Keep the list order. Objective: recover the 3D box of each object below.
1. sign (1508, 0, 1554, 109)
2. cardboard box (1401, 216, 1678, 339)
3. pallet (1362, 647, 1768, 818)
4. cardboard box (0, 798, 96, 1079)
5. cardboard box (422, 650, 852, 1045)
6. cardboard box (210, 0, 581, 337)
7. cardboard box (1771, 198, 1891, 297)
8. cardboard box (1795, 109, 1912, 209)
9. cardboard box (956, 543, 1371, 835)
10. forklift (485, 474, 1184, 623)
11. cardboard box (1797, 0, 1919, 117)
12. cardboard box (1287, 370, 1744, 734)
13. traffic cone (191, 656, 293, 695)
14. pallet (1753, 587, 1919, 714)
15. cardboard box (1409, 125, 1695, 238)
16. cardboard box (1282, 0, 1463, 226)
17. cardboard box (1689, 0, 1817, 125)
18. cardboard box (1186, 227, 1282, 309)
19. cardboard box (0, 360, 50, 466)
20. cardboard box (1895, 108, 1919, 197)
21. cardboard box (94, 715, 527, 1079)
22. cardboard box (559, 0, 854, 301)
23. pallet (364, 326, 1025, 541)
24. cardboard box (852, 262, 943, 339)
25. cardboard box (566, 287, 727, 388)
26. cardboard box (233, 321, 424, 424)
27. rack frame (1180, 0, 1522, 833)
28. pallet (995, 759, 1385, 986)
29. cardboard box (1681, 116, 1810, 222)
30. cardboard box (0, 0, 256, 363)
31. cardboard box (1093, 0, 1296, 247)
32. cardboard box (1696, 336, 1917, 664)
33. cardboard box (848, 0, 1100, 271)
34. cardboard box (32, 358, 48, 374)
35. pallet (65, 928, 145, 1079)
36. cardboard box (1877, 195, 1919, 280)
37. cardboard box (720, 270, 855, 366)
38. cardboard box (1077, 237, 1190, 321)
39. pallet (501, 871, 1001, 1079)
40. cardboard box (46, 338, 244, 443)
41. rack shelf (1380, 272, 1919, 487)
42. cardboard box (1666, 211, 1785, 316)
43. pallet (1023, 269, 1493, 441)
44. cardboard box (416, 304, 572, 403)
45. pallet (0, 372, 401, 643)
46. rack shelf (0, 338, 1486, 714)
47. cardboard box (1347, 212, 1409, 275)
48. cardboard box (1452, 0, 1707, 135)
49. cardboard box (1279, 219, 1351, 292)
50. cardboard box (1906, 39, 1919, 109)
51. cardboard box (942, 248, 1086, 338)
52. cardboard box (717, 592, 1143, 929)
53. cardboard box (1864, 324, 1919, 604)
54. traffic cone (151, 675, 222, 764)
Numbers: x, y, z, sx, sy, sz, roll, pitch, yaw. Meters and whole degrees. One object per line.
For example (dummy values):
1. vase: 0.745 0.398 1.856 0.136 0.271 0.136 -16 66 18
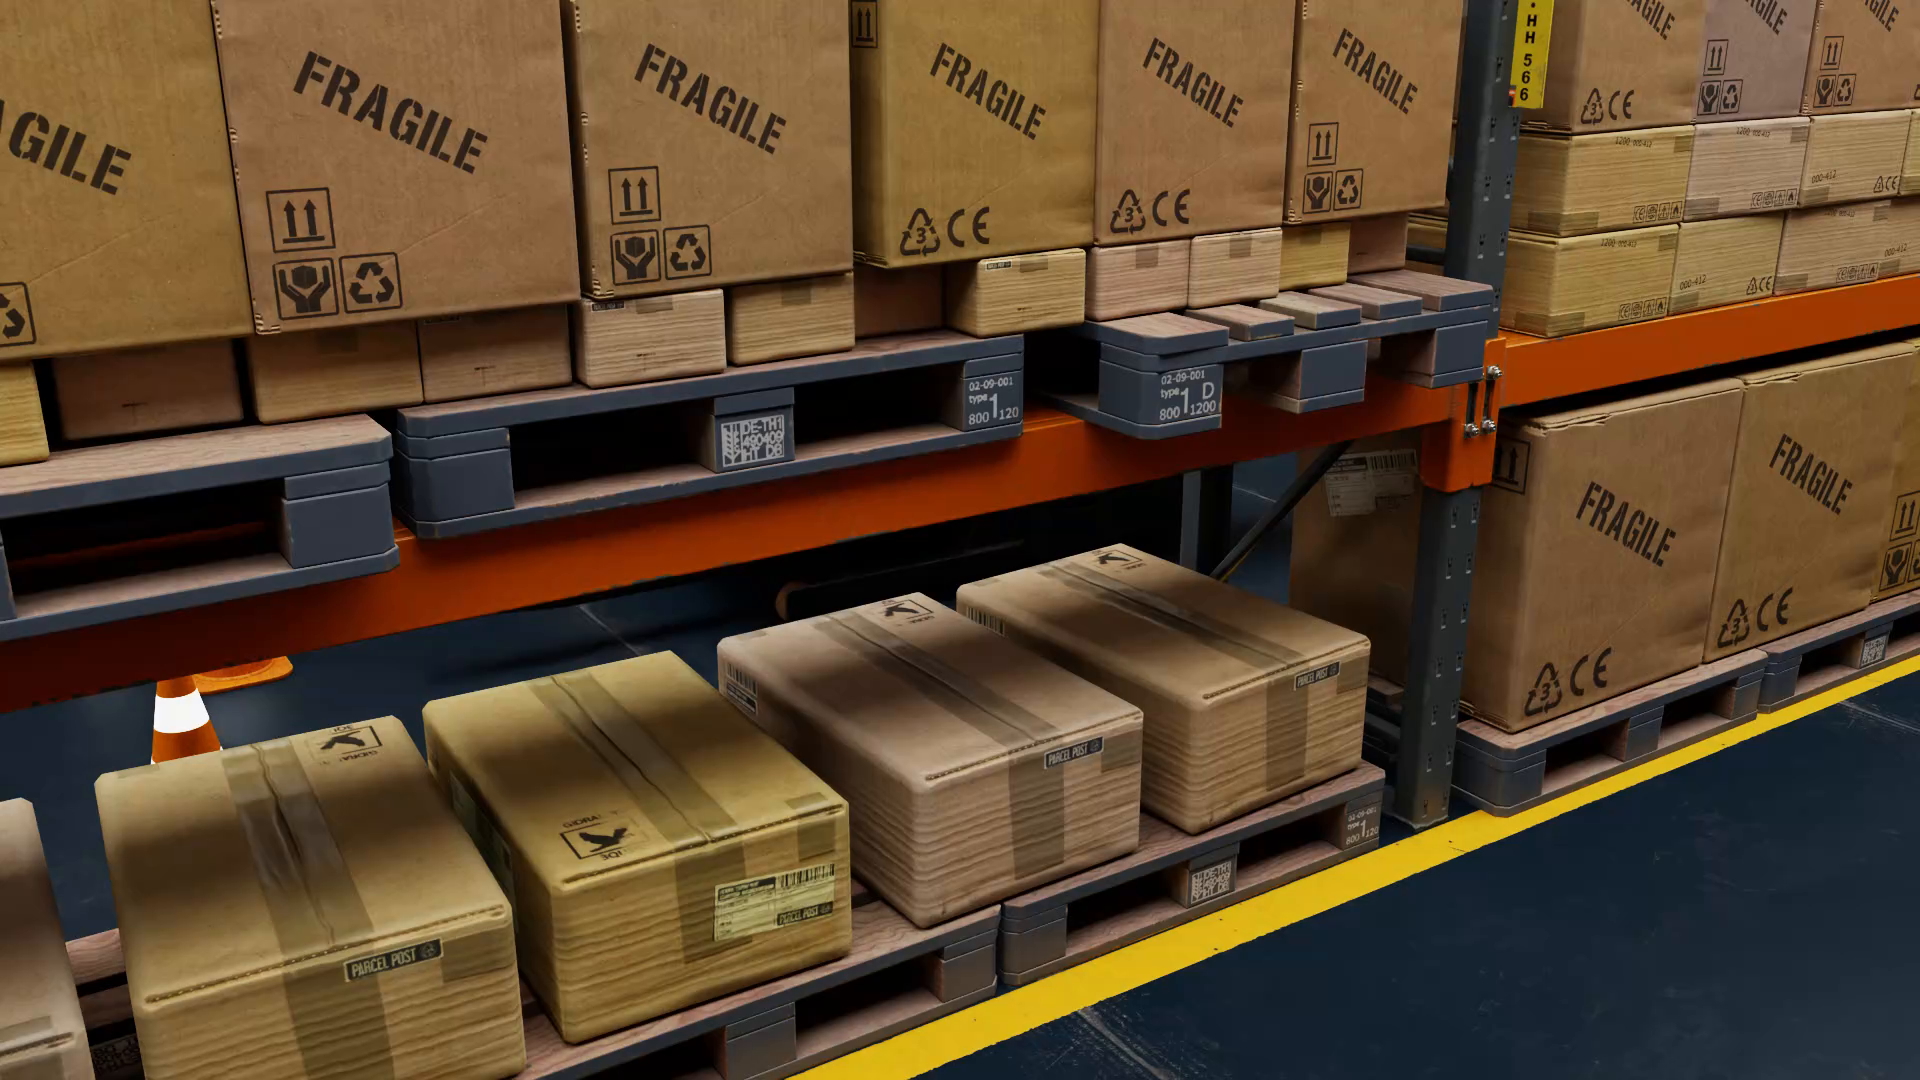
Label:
1. sign: 1.300 -1.151 3.782 0.005 0.325 0.100 -12 22 -31
2. cardboard box: 1.540 -0.731 4.459 0.500 0.250 0.500 -12 22 -32
3. pallet: 1.693 0.419 5.177 1.213 0.211 1.003 -12 22 -31
4. cardboard box: -1.911 0.874 2.924 0.625 0.372 0.950 -12 22 -31
5. cardboard box: -0.733 0.623 3.665 0.625 0.372 0.950 -11 22 -30
6. cardboard box: -0.960 -0.644 2.689 0.500 0.500 0.500 -12 22 -32
7. cardboard box: 2.401 -0.917 5.009 0.500 0.250 0.500 -11 22 -30
8. cardboard box: 2.408 -1.148 4.910 0.500 0.250 0.500 -12 22 -32
9. cardboard box: 0.516 0.359 4.446 0.625 0.372 0.950 -14 23 -35
10. forklift: -0.584 -1.272 5.930 3.031 2.935 1.130 -11 22 -30
11. cardboard box: 2.389 -1.503 4.790 0.500 0.500 0.500 -11 22 -30
12. cardboard box: 1.616 -0.075 4.946 0.875 0.875 0.875 -12 22 -32
13. traffic cone: -2.390 0.211 5.397 0.334 0.463 0.336 -12 22 -31
14. pallet: 2.711 0.205 5.808 1.213 0.211 1.003 -12 22 -31
15. cardboard box: 1.552 -0.973 4.391 0.500 0.250 0.500 -12 22 -32
16. cardboard box: 0.766 -1.016 3.791 0.500 0.500 0.500 -13 22 -33
17. cardboard box: 1.949 -1.416 4.532 0.500 0.500 0.500 -12 22 -31
18. cardboard box: 0.479 -0.620 3.631 0.250 0.149 0.380 -12 22 -32
19. cardboard box: -1.499 -0.213 2.429 0.250 0.149 0.380 -11 22 -30
20. cardboard box: 2.838 -1.234 5.164 0.500 0.250 0.500 -11 22 -30
21. cardboard box: -1.312 0.746 3.301 0.625 0.372 0.950 -10 21 -28
22. cardboard box: -0.537 -0.737 2.966 0.500 0.500 0.500 -13 23 -34
23. pallet: -0.638 -0.333 3.346 1.213 0.211 1.003 -12 22 -31
24. cardboard box: -0.237 -0.515 3.321 0.250 0.149 0.380 -12 22 -31
25. cardboard box: -0.608 -0.394 2.963 0.250 0.149 0.380 -11 22 -29
26. cardboard box: -1.066 -0.318 2.738 0.250 0.149 0.380 -12 22 -31
27. rack frame: 0.993 -0.784 4.379 0.127 3.000 1.000 -12 22 -31
28. pallet: 0.340 0.675 4.419 1.213 0.211 1.003 -12 22 -31
29. cardboard box: 1.984 -1.063 4.660 0.500 0.250 0.500 -11 22 -30
30. cardboard box: -1.380 -0.560 2.443 0.500 0.500 0.500 -12 22 -31
31. cardboard box: 0.341 -0.922 3.513 0.500 0.500 0.500 -12 22 -32
32. cardboard box: 2.363 -0.231 5.407 0.875 0.875 0.875 -12 22 -31
33. cardboard box: -0.080 -0.833 3.249 0.500 0.500 0.500 -14 23 -35
34. cardboard box: -1.644 -0.420 3.040 0.250 0.149 0.380 -12 22 -32
35. pallet: -1.698 1.104 3.148 1.213 0.211 1.003 -12 22 -31
36. cardboard box: 2.811 -1.005 5.269 0.500 0.250 0.500 -12 22 -31
37. cardboard box: -0.402 -0.449 3.125 0.250 0.149 0.380 -13 22 -33
38. cardboard box: 0.264 -0.578 3.506 0.250 0.149 0.380 -13 23 -34
39. pallet: -0.678 0.888 3.788 1.213 0.211 1.003 -12 22 -31
40. cardboard box: -1.304 -0.284 2.637 0.250 0.149 0.380 -10 21 -28
41. rack shelf: 2.664 -0.795 5.536 4.000 0.370 1.077 -12 22 -31
42. cardboard box: 1.959 -0.827 4.740 0.500 0.250 0.500 -13 22 -33
43. pallet: 0.457 -0.539 3.954 1.003 0.211 1.213 -12 22 -31
44. cardboard box: -0.859 -0.361 2.865 0.250 0.149 0.380 -12 22 -31
45. pallet: -1.629 -0.084 2.609 1.213 0.211 1.003 -12 22 -31
46. rack shelf: -0.677 -0.090 3.452 4.000 0.370 1.077 -12 22 -31
47. cardboard box: 0.849 -0.743 3.995 0.250 0.149 0.380 -11 22 -29
48. cardboard box: 1.540 -1.326 4.266 0.500 0.500 0.500 -13 22 -33
49. cardboard box: 0.665 -0.676 3.798 0.250 0.149 0.380 -12 22 -31
50. cardboard box: 2.812 -1.591 5.050 0.500 0.500 0.500 -12 22 -31
51. cardboard box: 0.042 -0.525 3.352 0.250 0.149 0.380 -11 22 -30
52. cardboard box: -0.096 0.491 4.055 0.625 0.372 0.950 -12 22 -32
53. cardboard box: 3.110 -0.389 5.873 0.875 0.875 0.875 -11 22 -30
54. traffic cone: -2.082 0.530 4.455 0.334 0.463 0.336 -12 22 -31
